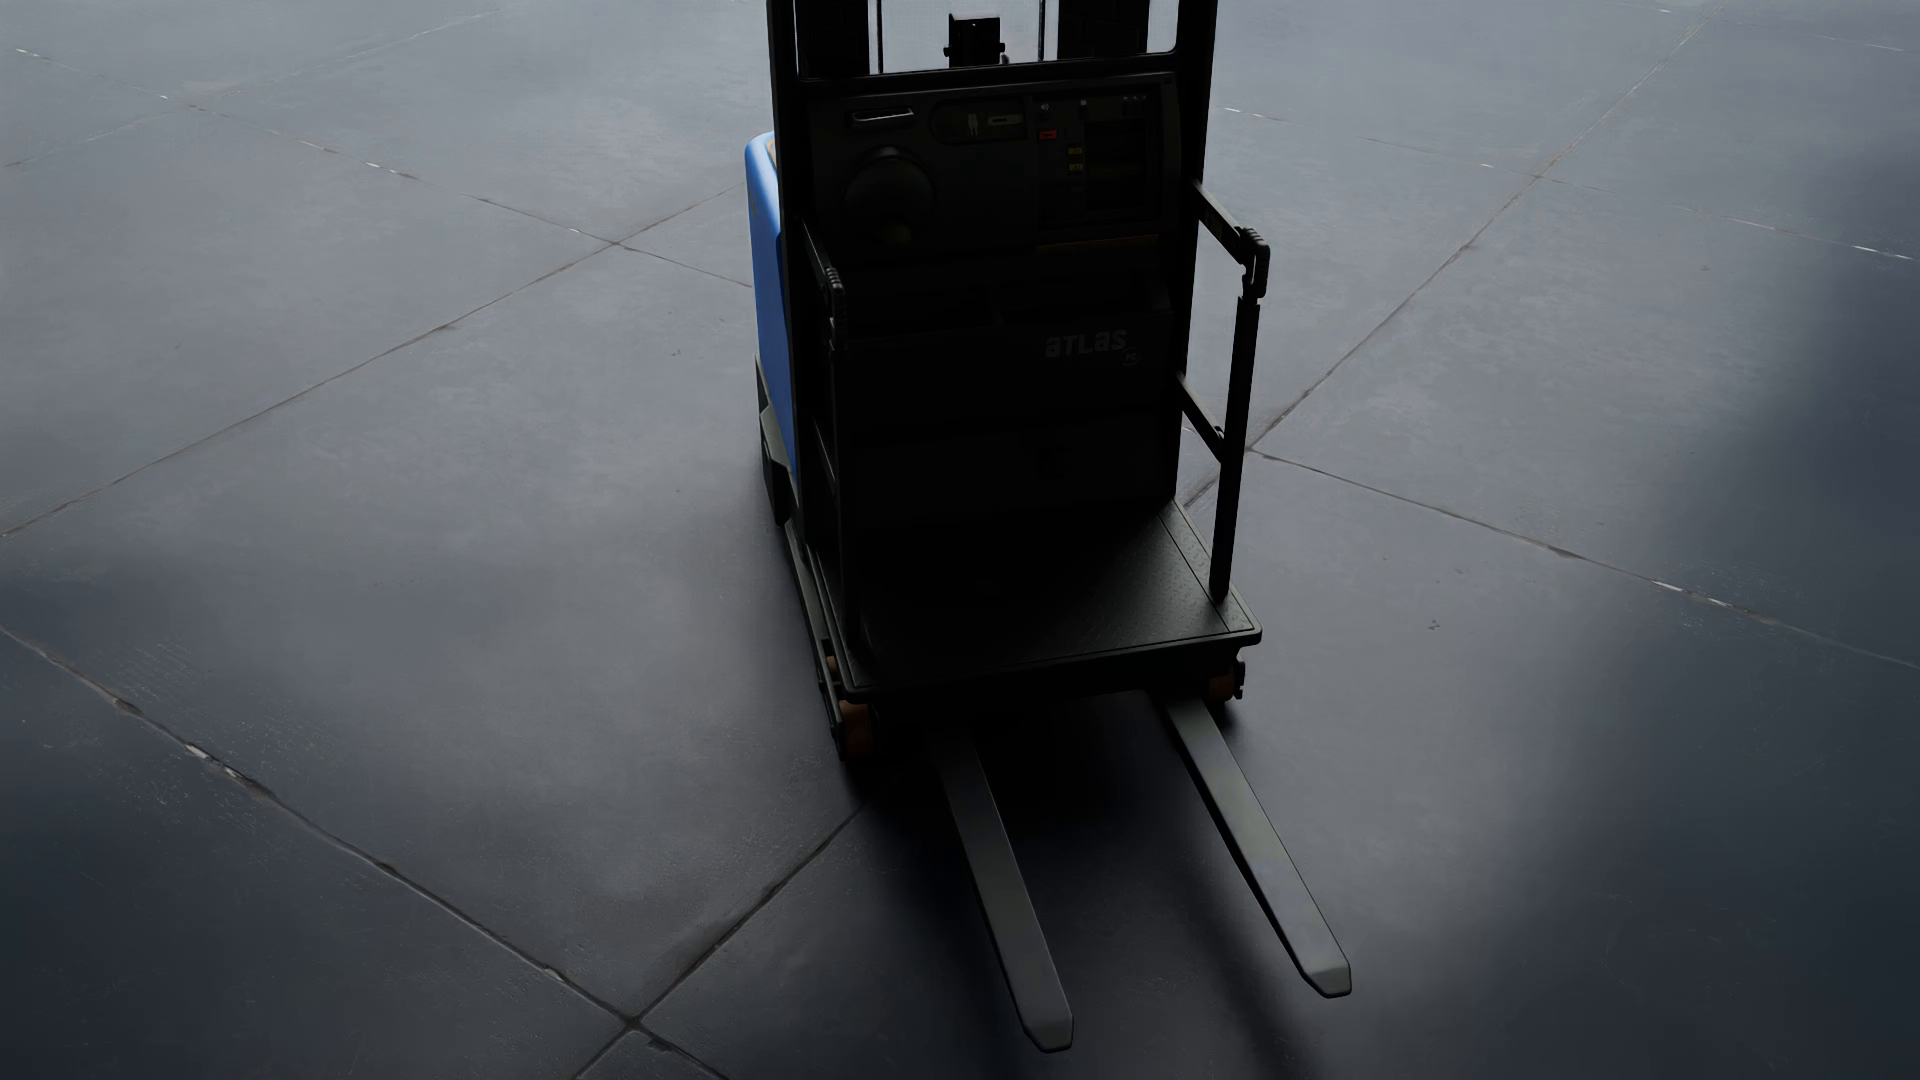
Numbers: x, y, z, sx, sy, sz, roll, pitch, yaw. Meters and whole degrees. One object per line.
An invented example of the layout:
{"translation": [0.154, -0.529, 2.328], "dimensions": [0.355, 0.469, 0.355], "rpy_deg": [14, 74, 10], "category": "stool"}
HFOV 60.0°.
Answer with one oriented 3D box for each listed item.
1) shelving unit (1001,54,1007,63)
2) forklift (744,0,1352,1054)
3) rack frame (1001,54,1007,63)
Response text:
{"translation": [-0.112, -1.098, 5.792], "dimensions": [0.503, 1.200, 0.258], "rpy_deg": [-7, 32, -11], "category": "shelving unit"}
{"translation": [0.144, -0.870, 3.921], "dimensions": [1.130, 2.935, 3.031], "rpy_deg": [-8, 35, -11], "category": "forklift"}
{"translation": [0.126, -1.129, 5.838], "dimensions": [0.015, 1.200, 0.240], "rpy_deg": [-7, 32, -11], "category": "rack frame"}
